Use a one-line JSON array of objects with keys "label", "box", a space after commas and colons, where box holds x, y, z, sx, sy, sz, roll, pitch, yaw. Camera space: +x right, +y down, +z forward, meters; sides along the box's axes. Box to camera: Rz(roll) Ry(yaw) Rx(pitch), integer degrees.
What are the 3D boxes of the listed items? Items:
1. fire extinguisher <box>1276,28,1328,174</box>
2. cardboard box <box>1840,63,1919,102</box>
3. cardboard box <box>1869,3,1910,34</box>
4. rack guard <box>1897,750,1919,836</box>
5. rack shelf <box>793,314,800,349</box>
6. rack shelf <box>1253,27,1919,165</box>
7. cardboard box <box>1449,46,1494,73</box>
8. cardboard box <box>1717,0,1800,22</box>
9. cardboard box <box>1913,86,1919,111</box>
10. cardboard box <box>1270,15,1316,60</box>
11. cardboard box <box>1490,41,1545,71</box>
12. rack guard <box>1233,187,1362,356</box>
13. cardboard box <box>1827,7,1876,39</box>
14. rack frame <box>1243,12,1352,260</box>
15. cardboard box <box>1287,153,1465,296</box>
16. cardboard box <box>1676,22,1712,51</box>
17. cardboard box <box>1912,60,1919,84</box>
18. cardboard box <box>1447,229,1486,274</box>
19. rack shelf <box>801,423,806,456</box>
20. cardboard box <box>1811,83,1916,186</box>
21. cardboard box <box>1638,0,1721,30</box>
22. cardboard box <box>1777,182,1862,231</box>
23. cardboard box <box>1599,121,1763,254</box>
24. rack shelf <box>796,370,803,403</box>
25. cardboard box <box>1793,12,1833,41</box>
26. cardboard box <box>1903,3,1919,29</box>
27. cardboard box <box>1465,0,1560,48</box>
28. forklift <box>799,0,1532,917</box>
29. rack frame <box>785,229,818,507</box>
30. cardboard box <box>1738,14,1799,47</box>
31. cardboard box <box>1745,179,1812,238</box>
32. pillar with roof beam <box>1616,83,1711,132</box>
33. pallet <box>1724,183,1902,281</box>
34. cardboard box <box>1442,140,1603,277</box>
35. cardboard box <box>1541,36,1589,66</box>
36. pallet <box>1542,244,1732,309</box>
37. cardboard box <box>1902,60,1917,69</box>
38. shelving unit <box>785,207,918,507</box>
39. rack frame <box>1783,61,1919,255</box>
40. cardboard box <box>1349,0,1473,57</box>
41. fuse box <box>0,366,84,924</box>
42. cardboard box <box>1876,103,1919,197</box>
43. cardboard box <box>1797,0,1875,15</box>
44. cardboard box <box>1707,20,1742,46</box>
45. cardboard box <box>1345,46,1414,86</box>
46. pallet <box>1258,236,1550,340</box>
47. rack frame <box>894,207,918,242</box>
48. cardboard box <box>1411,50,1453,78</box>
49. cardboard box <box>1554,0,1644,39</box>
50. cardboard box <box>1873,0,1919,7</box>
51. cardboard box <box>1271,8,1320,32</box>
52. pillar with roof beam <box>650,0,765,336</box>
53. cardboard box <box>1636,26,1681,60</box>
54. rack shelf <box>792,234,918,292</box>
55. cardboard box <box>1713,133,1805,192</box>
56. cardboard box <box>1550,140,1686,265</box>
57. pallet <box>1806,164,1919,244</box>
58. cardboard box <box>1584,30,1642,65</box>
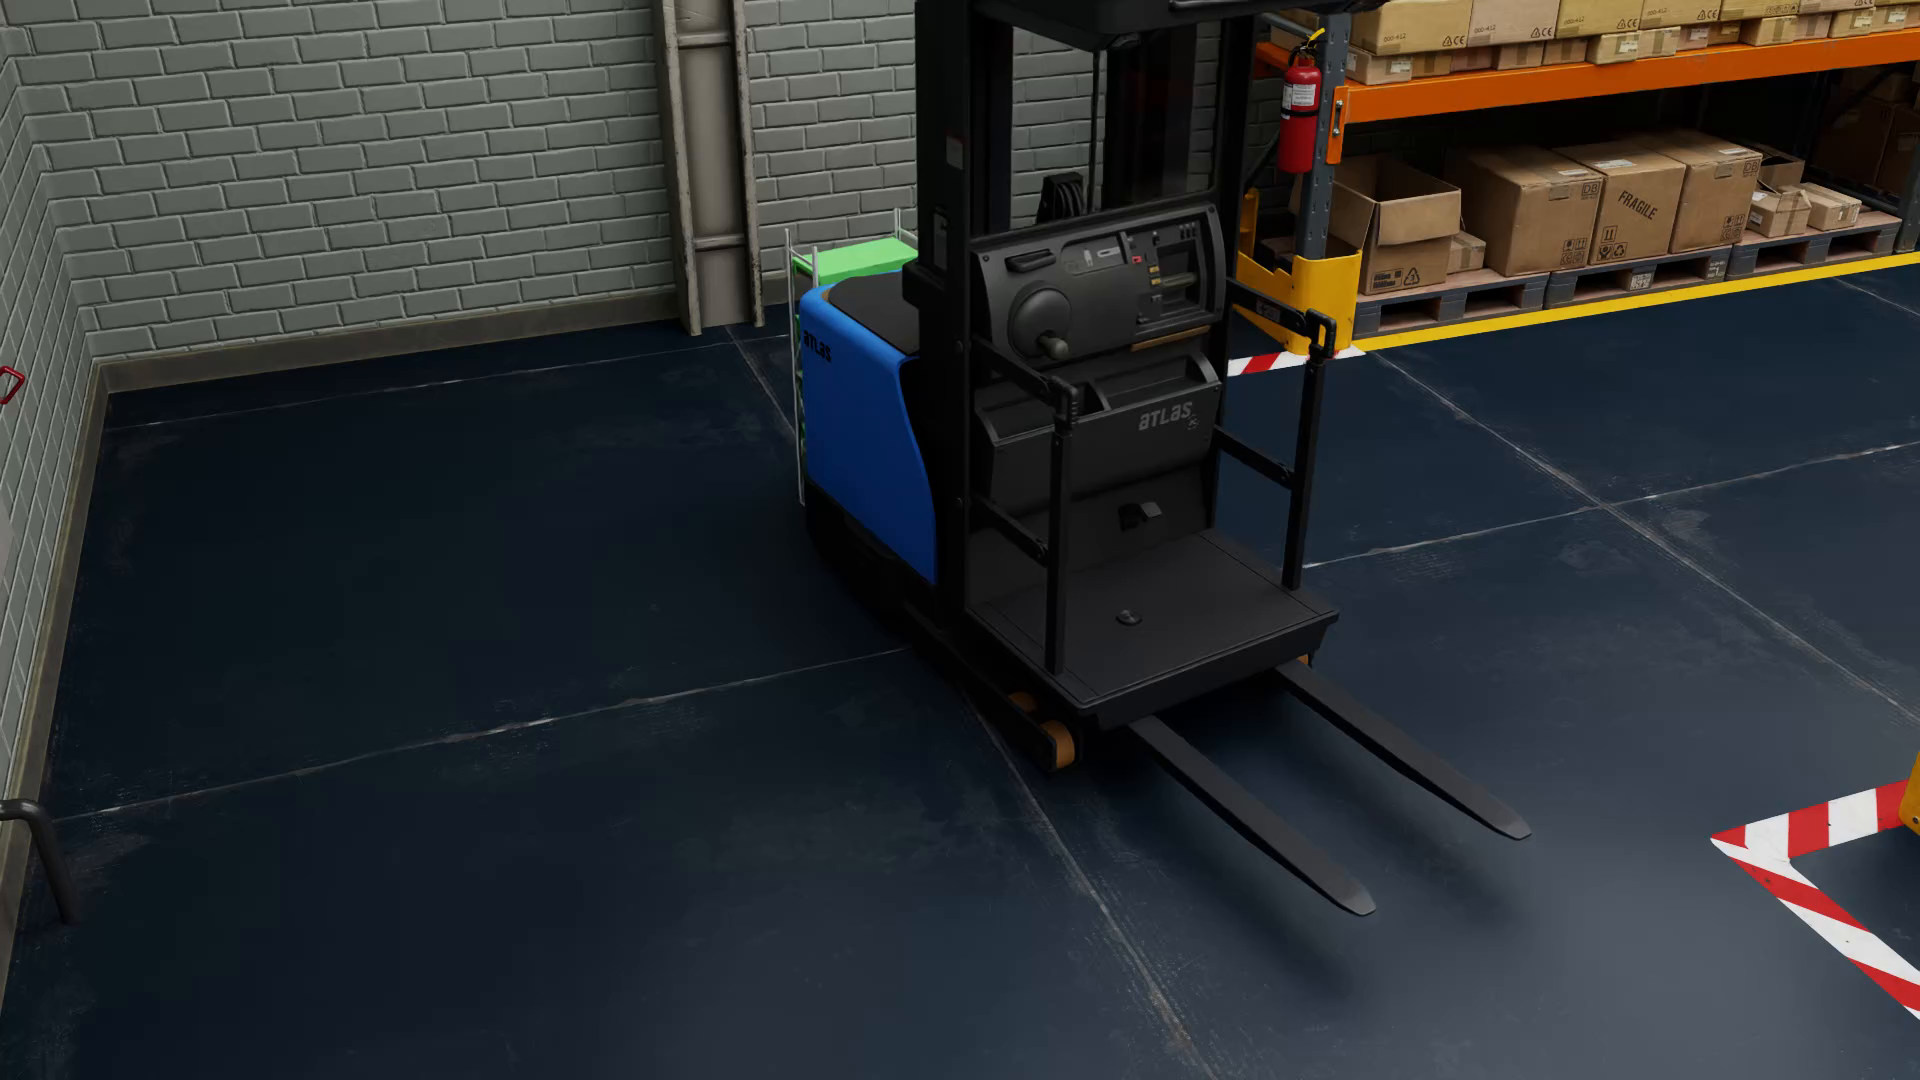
[{"label": "fire extinguisher", "box": [1.603, -2.076, 7.818, 0.183, 0.674, 0.296, -10, 31, -18]}, {"label": "cardboard box", "box": [5.573, -2.777, 10.040, 0.250, 0.149, 0.380, -12, 32, -20]}, {"label": "cardboard box", "box": [4.881, -2.865, 9.003, 0.250, 0.149, 0.380, -10, 31, -16]}, {"label": "rack guard", "box": [3.291, 0.881, 4.698, 0.348, 0.500, 1.175, -10, 31, -18]}, {"label": "rack shelf", "box": [-0.401, -0.850, 6.674, 0.480, 0.148, 0.258, -17, 34, -28]}, {"label": "rack shelf", "box": [3.454, -2.544, 8.912, 4.000, 0.370, 1.077, -10, 31, -18]}, {"label": "cardboard box", "box": [2.440, -2.458, 8.289, 0.250, 0.149, 0.380, -11, 31, -18]}, {"label": "cardboard box", "box": [4.000, -2.891, 8.646, 0.500, 0.250, 0.500, -11, 31, -18]}, {"label": "cardboard box", "box": [5.758, -2.518, 9.586, 0.250, 0.149, 0.380, -9, 31, -15]}, {"label": "cardboard box", "box": [1.797, -2.584, 8.509, 0.250, 0.149, 0.380, -11, 31, -18]}, {"label": "cardboard box", "box": [2.698, -2.474, 8.315, 0.250, 0.149, 0.380, -9, 31, -16]}, {"label": "rack guard", "box": [1.651, -1.438, 8.769, 0.348, 0.500, 1.175, -10, 31, -18]}, {"label": "cardboard box", "box": [4.646, -2.809, 8.904, 0.250, 0.149, 0.380, -10, 31, -16]}, {"label": "rack frame", "box": [1.580, -2.511, 8.128, 0.127, 3.000, 1.000, -10, 31, -18]}, {"label": "cardboard box", "box": [2.186, -1.671, 8.750, 0.637, 0.503, 0.797, -12, 32, -20]}, {"label": "cardboard box", "box": [3.665, -2.662, 8.646, 0.250, 0.149, 0.380, -11, 31, -18]}, {"label": "cardboard box", "box": [5.736, -2.676, 9.562, 0.250, 0.149, 0.380, -11, 31, -18]}, {"label": "cardboard box", "box": [2.598, -1.572, 8.935, 0.250, 0.149, 0.380, -12, 32, -20]}, {"label": "rack shelf", "box": [-0.401, -0.433, 6.911, 0.480, 0.148, 0.258, -17, 34, -28]}, {"label": "cardboard box", "box": [5.686, -2.520, 10.244, 0.500, 0.500, 0.500, -11, 31, -18]}, {"label": "cardboard box", "box": [3.517, -2.803, 8.491, 0.500, 0.250, 0.500, -11, 32, -19]}, {"label": "cardboard box", "box": [4.909, -1.913, 9.533, 0.250, 0.149, 0.380, -11, 32, -19]}, {"label": "cardboard box", "box": [3.974, -1.978, 9.292, 0.500, 0.500, 0.700, -12, 32, -19]}, {"label": "rack shelf", "box": [-0.401, -0.641, 6.792, 0.480, 0.148, 0.258, -17, 34, -28]}, {"label": "cardboard box", "box": [4.391, -2.777, 8.847, 0.250, 0.149, 0.380, -10, 31, -16]}, {"label": "cardboard box", "box": [5.118, -2.920, 9.099, 0.250, 0.149, 0.380, -10, 31, -17]}, {"label": "cardboard box", "box": [2.571, -2.616, 8.162, 0.500, 0.250, 0.500, -10, 31, -17]}, {"label": "forklift", "box": [0.580, -0.784, 5.164, 1.130, 2.935, 3.031, -17, 34, -27]}, {"label": "rack frame", "box": [-0.608, -0.632, 6.648, 0.015, 1.200, 0.240, -17, 34, -28]}, {"label": "cardboard box", "box": [4.161, -2.719, 8.747, 0.250, 0.149, 0.380, -11, 31, -18]}, {"label": "cardboard box", "box": [4.574, -1.902, 9.396, 0.258, 0.266, 0.396, -9, 31, -16]}, {"label": "pillar with roof beam", "box": [5.863, -4.109, 4.872, 0.400, 9.000, 9.100, -10, 31, -18]}, {"label": "pallet", "box": [4.685, -1.872, 9.823, 1.213, 0.211, 1.003, -10, 31, -18]}, {"label": "cardboard box", "box": [3.001, -1.799, 8.978, 0.500, 0.500, 0.700, -9, 31, -16]}, {"label": "cardboard box", "box": [2.945, -2.522, 8.400, 0.250, 0.149, 0.380, -10, 31, -17]}, {"label": "pallet", "box": [3.539, -1.659, 9.450, 1.213, 0.211, 1.003, -10, 31, -18]}, {"label": "cardboard box", "box": [5.818, -2.825, 10.124, 0.250, 0.149, 0.380, -10, 31, -18]}, {"label": "shelving unit", "box": [-0.401, -0.697, 6.761, 0.503, 1.200, 0.258, -17, 34, -28]}, {"label": "rack frame", "box": [5.329, -3.202, 9.340, 0.127, 3.000, 1.000, -10, 31, -18]}, {"label": "cardboard box", "box": [2.099, -2.529, 8.009, 0.500, 0.250, 0.500, -10, 31, -17]}, {"label": "fuse box", "box": [-2.558, 0.335, 4.433, 0.414, 1.711, 0.539, -10, 31, -18]}, {"label": "cardboard box", "box": [5.860, -2.277, 9.818, 0.500, 0.500, 0.500, -9, 31, -15]}, {"label": "cardboard box", "box": [4.472, -2.971, 8.786, 0.500, 0.250, 0.500, -10, 31, -17]}, {"label": "cardboard box", "box": [3.880, -2.727, 8.760, 0.250, 0.149, 0.380, -10, 31, -17]}, {"label": "cardboard box", "box": [1.983, -2.332, 8.066, 0.250, 0.149, 0.380, -11, 31, -18]}, {"label": "pallet", "box": [2.398, -1.451, 9.083, 1.213, 0.211, 1.003, -10, 31, -18]}, {"label": "rack frame", "box": [-0.194, -0.761, 6.873, 0.015, 1.200, 0.240, -17, 34, -28]}, {"label": "cardboard box", "box": [2.206, -2.397, 8.181, 0.250, 0.149, 0.380, -10, 31, -16]}, {"label": "cardboard box", "box": [3.045, -2.705, 8.318, 0.500, 0.250, 0.500, -11, 31, -19]}, {"label": "cardboard box", "box": [4.936, -3.065, 8.950, 0.500, 0.250, 0.500, -10, 31, -16]}, {"label": "cardboard box", "box": [1.918, -2.778, 8.447, 0.500, 0.250, 0.500, -10, 31, -16]}, {"label": "pillar with roof beam", "box": [0.239, -3.073, 3.054, 0.400, 9.000, 9.100, -10, 31, -18]}, {"label": "cardboard box", "box": [3.448, -2.586, 8.512, 0.250, 0.149, 0.380, -10, 31, -16]}, {"label": "rack shelf", "box": [-0.401, -1.058, 6.555, 0.480, 0.148, 0.258, -17, 34, -28]}, {"label": "cardboard box", "box": [4.627, -2.211, 9.893, 0.500, 0.311, 0.500, -9, 31, -16]}, {"label": "cardboard box", "box": [3.531, -1.844, 9.057, 0.500, 0.500, 0.500, -10, 31, -17]}, {"label": "pallet", "box": [6.078, -2.148, 10.307, 1.213, 0.211, 1.003, -10, 31, -18]}, {"label": "cardboard box", "box": [3.208, -2.531, 8.416, 0.250, 0.149, 0.380, -11, 32, -19]}]
